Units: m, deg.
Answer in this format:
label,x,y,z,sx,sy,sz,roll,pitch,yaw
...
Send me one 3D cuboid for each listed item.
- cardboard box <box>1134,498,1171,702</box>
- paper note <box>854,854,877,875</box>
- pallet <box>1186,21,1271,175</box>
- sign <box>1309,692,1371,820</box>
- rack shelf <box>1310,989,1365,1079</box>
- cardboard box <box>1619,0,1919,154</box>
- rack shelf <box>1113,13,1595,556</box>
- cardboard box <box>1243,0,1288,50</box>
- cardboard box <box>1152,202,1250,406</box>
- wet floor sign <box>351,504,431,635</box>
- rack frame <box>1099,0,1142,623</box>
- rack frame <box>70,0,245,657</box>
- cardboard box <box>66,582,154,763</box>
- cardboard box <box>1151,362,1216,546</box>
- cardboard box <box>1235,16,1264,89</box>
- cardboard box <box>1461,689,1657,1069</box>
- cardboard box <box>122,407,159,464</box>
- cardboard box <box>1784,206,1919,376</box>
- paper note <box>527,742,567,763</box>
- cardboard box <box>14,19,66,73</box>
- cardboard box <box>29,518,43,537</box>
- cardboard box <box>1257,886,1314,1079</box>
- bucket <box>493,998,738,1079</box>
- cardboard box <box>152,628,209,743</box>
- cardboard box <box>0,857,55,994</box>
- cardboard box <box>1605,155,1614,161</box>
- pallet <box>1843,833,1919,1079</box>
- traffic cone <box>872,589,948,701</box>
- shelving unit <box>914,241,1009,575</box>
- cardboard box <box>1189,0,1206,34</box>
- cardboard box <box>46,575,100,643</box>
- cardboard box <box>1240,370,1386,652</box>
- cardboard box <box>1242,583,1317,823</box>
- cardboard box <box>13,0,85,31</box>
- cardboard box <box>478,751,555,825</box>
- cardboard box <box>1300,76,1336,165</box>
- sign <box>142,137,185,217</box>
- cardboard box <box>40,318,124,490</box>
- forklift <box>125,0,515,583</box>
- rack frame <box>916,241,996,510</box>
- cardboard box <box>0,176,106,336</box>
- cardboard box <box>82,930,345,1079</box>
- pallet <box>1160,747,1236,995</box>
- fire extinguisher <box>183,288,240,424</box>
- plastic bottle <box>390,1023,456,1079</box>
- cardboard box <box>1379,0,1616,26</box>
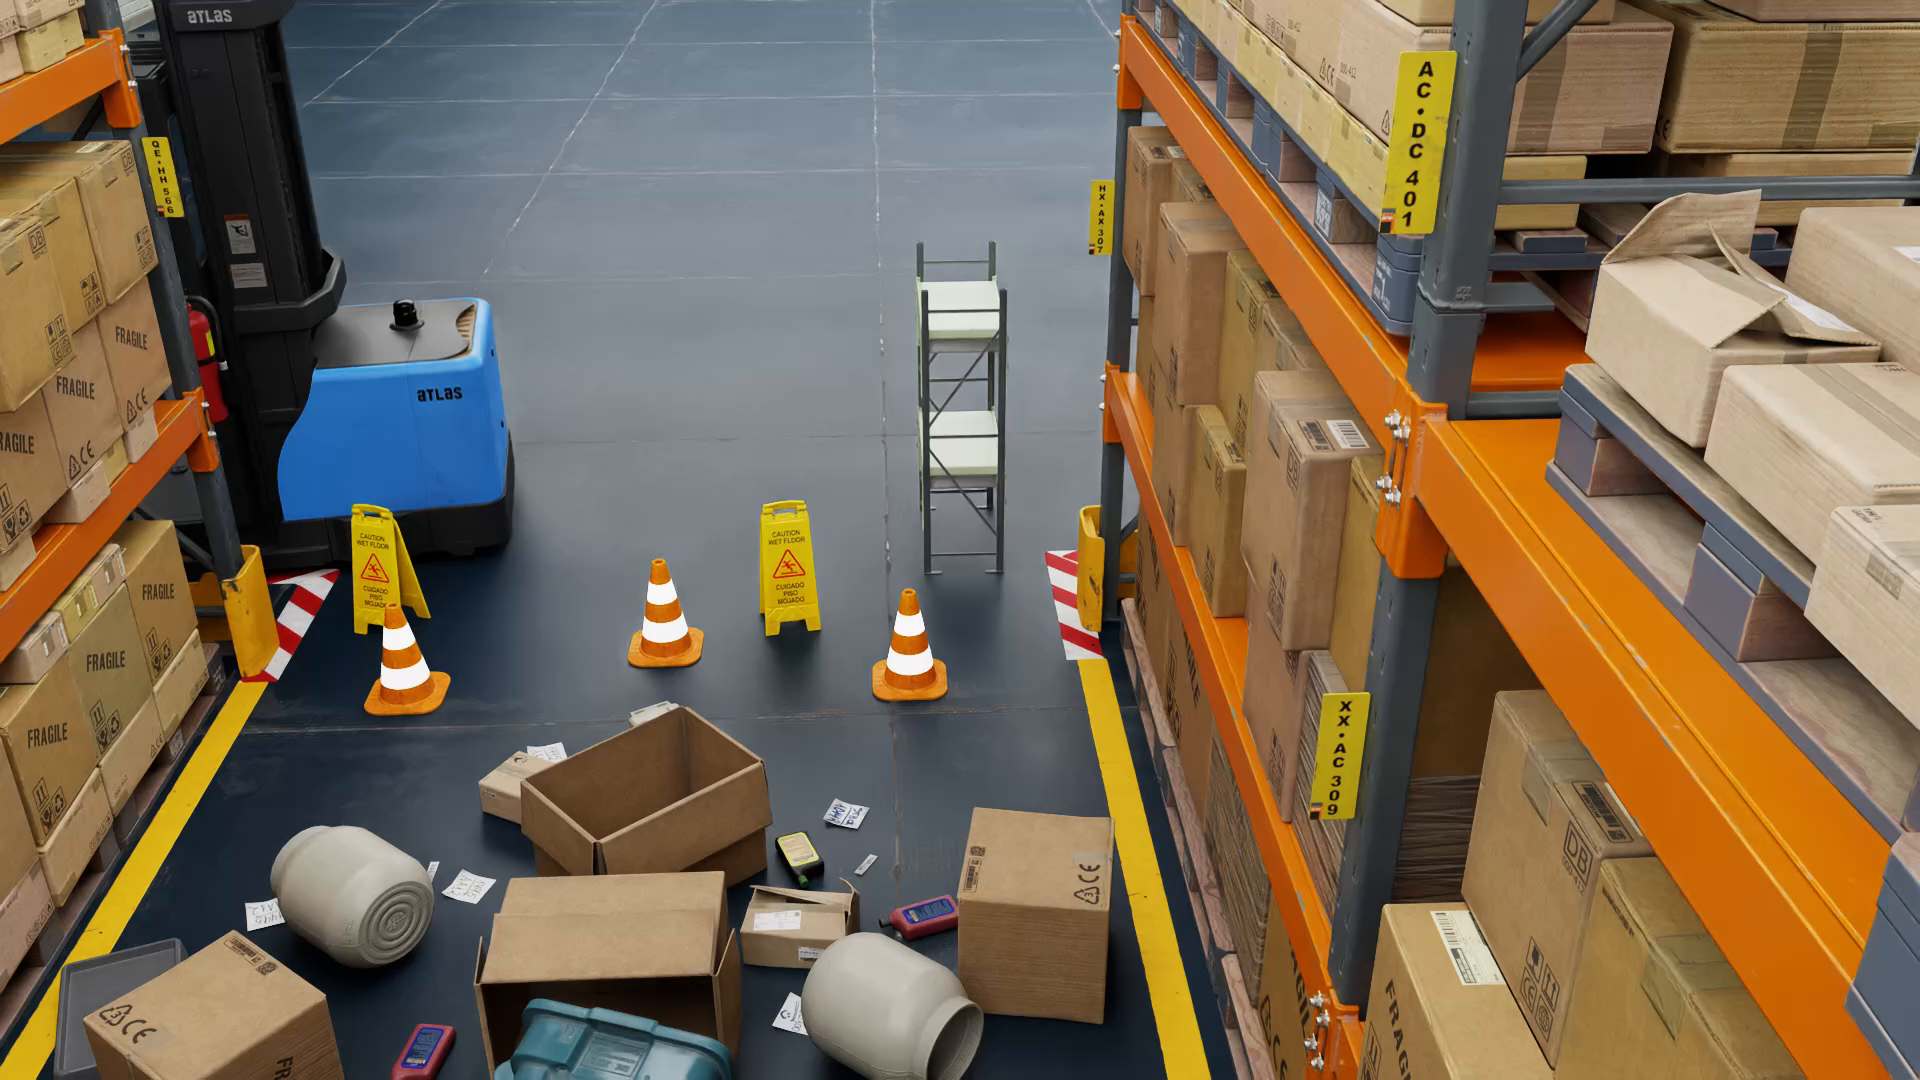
label,x,y,z,sx,sy,sz,roll,pitch,yaw
cardboard box,1.264,0.094,7.170,0.875,0.875,0.875,-1,28,-2
paper note,-0.359,1.241,6.359,0.032,0.001,0.123,13,30,24
pallet,1.278,-1.357,4.961,1.003,0.211,1.213,-1,28,-3
sign,0.817,0.469,3.586,0.100,0.325,0.005,-1,28,-3
rack shelf,1.476,2.116,2.227,1.077,0.370,4.000,-1,28,-3
cardboard box,1.625,-0.985,3.429,0.500,0.250,0.500,-1,28,-2
rack shelf,1.267,-1.061,5.075,1.077,0.370,4.000,-1,28,-3
cardboard box,1.039,-1.438,4.298,0.500,0.250,0.500,-2,28,-3
cardboard box,1.158,-0.833,5.774,0.875,0.550,0.550,-1,28,-3
wet floor sign,-2.717,0.123,7.817,0.267,0.644,0.232,8,29,15
rack frame,1.163,-0.974,7.373,1.000,3.000,0.127,-1,28,-3
rack frame,-3.775,-0.807,7.054,1.000,3.000,0.127,-1,28,-3
cardboard box,-3.443,0.498,6.261,0.500,0.500,0.500,0,28,-1
cardboard box,1.181,-0.355,6.024,0.875,0.550,0.550,-1,28,-3
cardboard box,0.965,-1.324,4.511,0.380,0.149,0.250,-2,28,-3
cardboard box,1.403,0.615,3.138,0.700,0.500,0.500,-2,28,-4
cardboard box,-3.418,-0.414,6.572,0.380,0.149,0.250,-2,28,-3
cardboard box,1.568,-0.298,2.434,0.500,0.250,0.500,-1,28,-2
paper note,-1.738,0.897,6.996,0.148,0.019,0.142,-11,30,-20
cardboard box,-3.432,-1.754,5.897,0.380,0.149,0.250,-1,28,-2
cardboard box,-3.510,-0.055,5.884,0.380,0.149,0.250,-1,28,-2
cardboard box,1.408,1.337,4.786,0.875,0.875,0.875,-1,28,-2
bucket,-0.938,1.644,4.251,0.726,0.611,0.620,8,39,15
cardboard box,-3.463,0.603,6.869,0.500,0.250,0.500,-2,28,-3
cardboard box,-3.397,1.303,5.528,0.500,0.250,0.500,-2,28,-3
cardboard box,1.665,-0.987,3.864,0.380,0.149,0.250,-1,28,-3
pallet,1.432,0.662,1.197,1.003,0.211,1.213,0,28,0
traffic cone,-0.228,0.431,7.424,0.336,0.463,0.334,-1,28,-3
shelving unit,0.000,-0.668,8.409,0.431,1.500,0.755,-1,28,-3
cardboard box,0.926,-1.674,5.182,0.380,0.149,0.250,-2,28,-3
cardboard box,-3.377,0.253,6.028,0.380,0.149,0.250,-1,28,-2
cardboard box,1.242,-0.094,4.357,0.875,0.550,0.550,-1,28,-3
cardboard box,1.289,0.384,4.609,0.875,0.550,0.550,-1,28,-3
cardboard box,-3.480,-1.973,5.886,0.500,0.250,0.500,-2,28,-3
cardboard box,-1.690,1.013,6.647,0.380,0.149,0.250,13,30,24
cardboard box,1.005,-0.972,3.835,0.380,0.149,0.250,-1,28,-2
sign,-3.220,-1.465,6.722,0.100,0.325,0.005,-1,28,-3
cardboard box,-3.450,-0.508,6.051,0.500,0.500,0.500,-1,28,-3
forklift,-3.904,-1.305,8.082,3.031,2.935,1.130,-6,28,-11
rack frame,-0.019,-0.837,8.733,0.400,1.500,0.023,-1,28,-3
cardboard box,-3.512,-0.962,5.841,0.700,0.500,0.500,-1,28,-2
cardboard box,-2.264,1.619,5.102,0.500,0.500,0.500,19,33,32
pallet,1.343,1.192,6.236,1.003,0.211,1.213,-1,28,-3
fire extinguisher,-3.321,-0.837,7.195,0.296,0.674,0.183,-1,28,-3
plastic bottle,-1.761,1.701,5.422,0.133,0.061,0.283,3,28,6
cardboard box,1.034,-1.090,3.200,0.380,0.149,0.250,-2,28,-3
